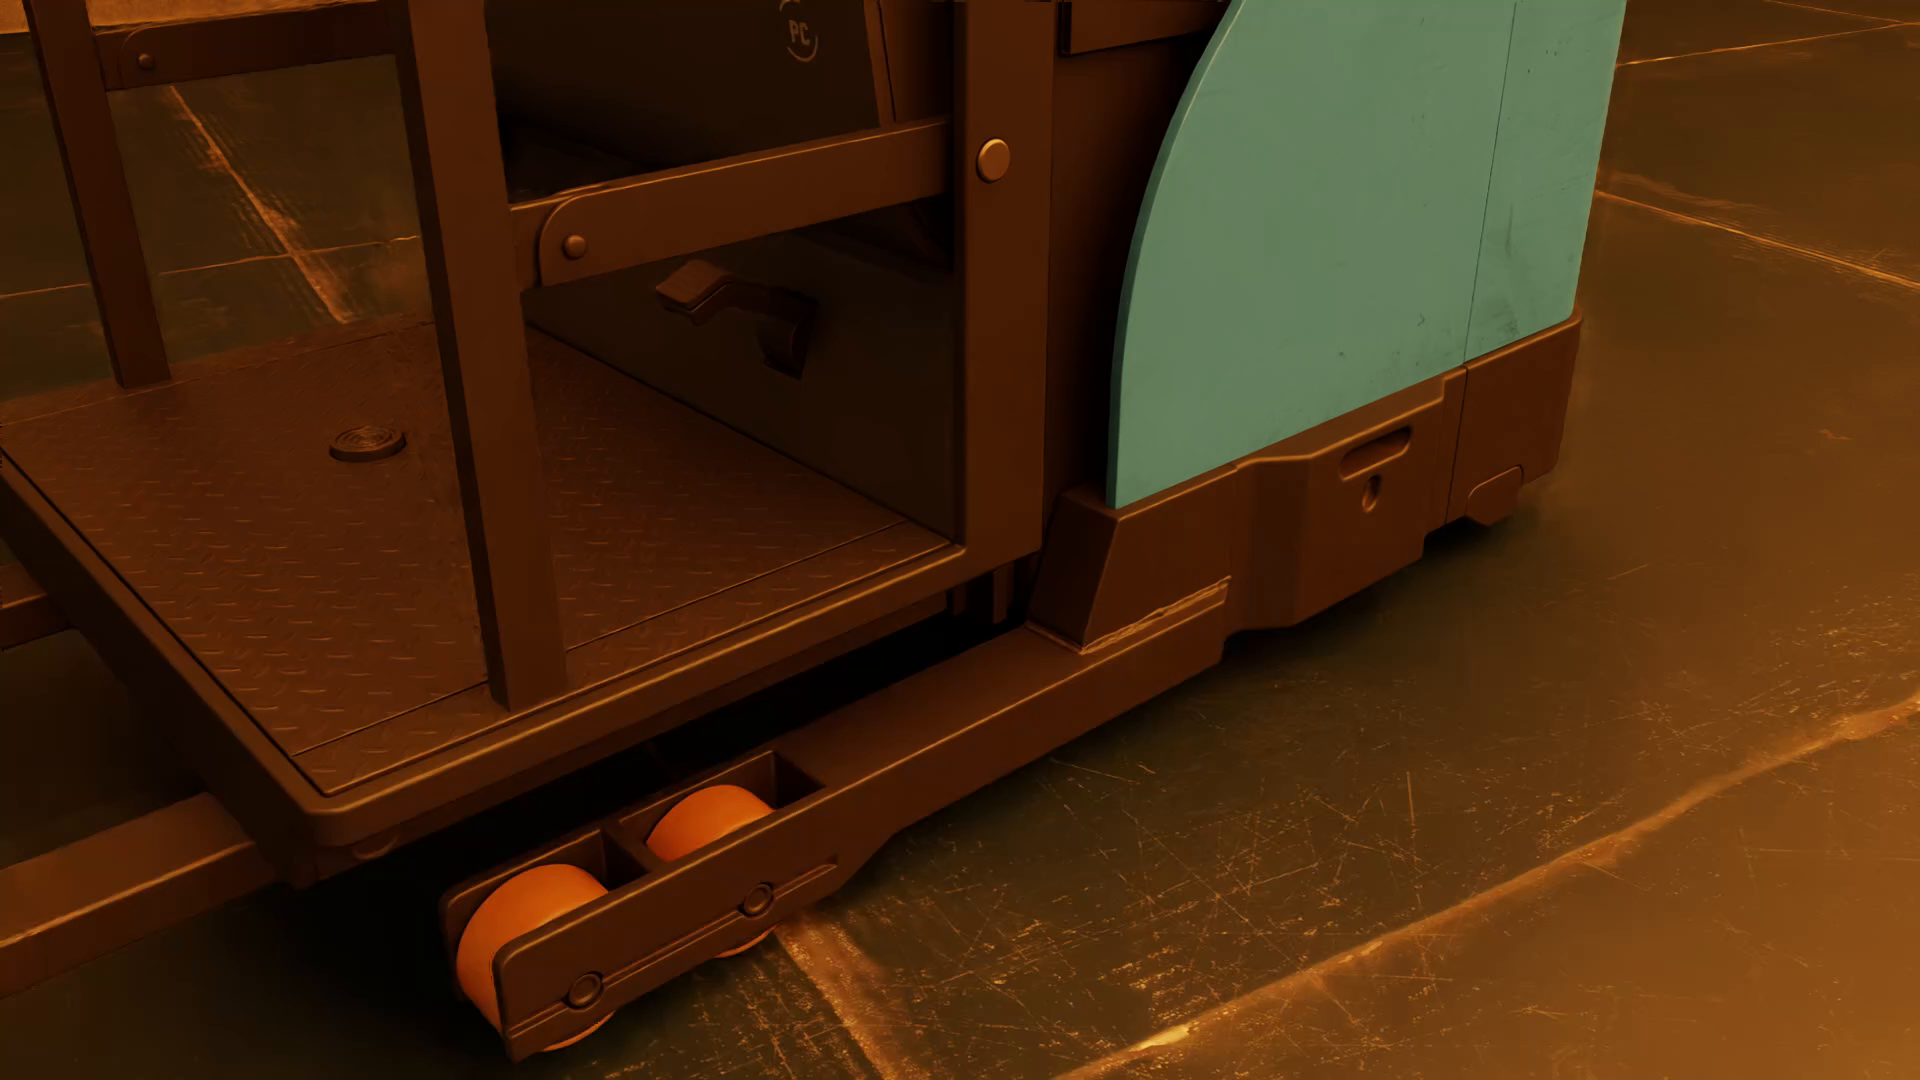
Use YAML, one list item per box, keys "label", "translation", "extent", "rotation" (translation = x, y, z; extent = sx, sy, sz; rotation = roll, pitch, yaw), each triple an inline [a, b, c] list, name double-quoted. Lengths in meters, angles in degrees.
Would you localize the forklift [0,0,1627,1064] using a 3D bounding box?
- label: "forklift"
  translation: [-0.504, -1.098, 1.426]
  extent: [3.031, 2.935, 1.130]
  rotation: [-22, 34, -36]
